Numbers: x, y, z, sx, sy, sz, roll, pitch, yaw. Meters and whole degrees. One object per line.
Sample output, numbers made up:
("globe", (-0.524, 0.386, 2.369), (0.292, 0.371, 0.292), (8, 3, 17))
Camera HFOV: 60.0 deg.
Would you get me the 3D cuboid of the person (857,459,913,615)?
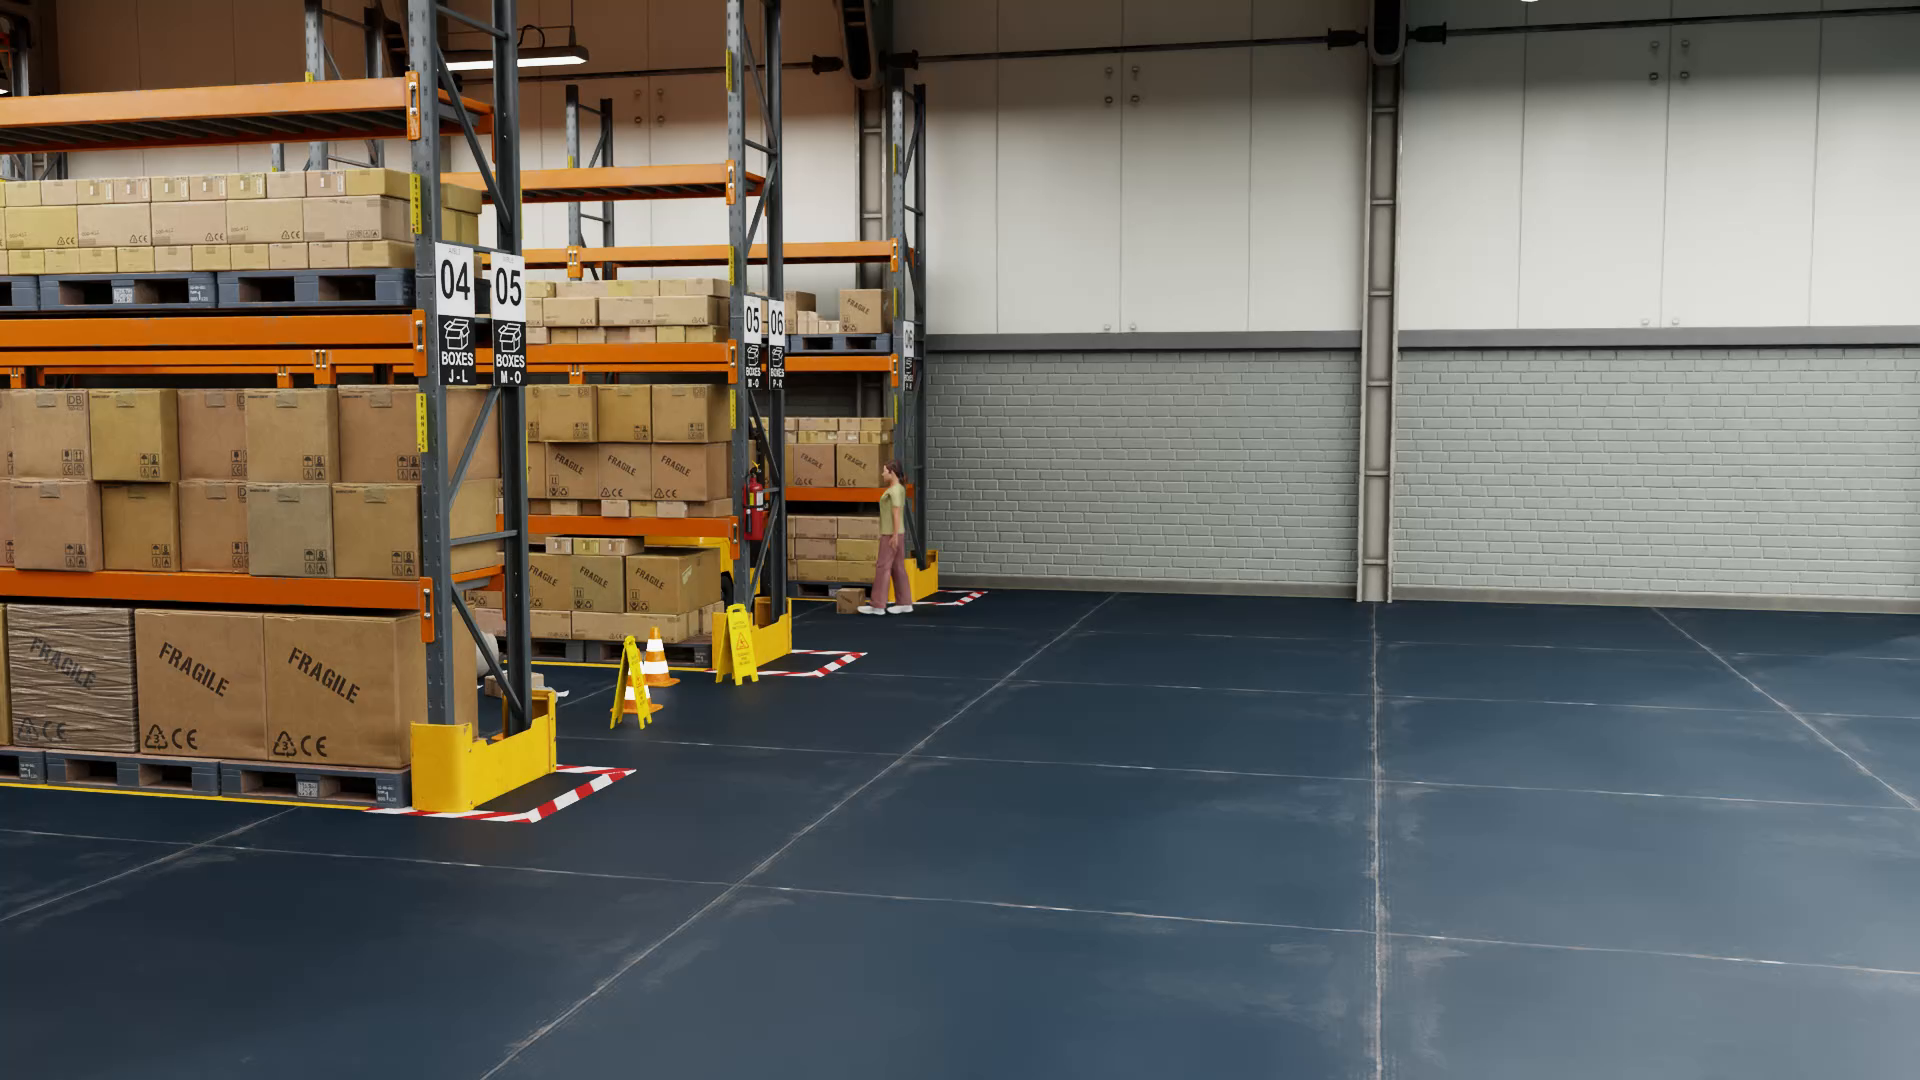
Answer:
("person", (-0.805, -0.036, 17.943), (0.595, 1.673, 0.455), (0, 5, 3))
